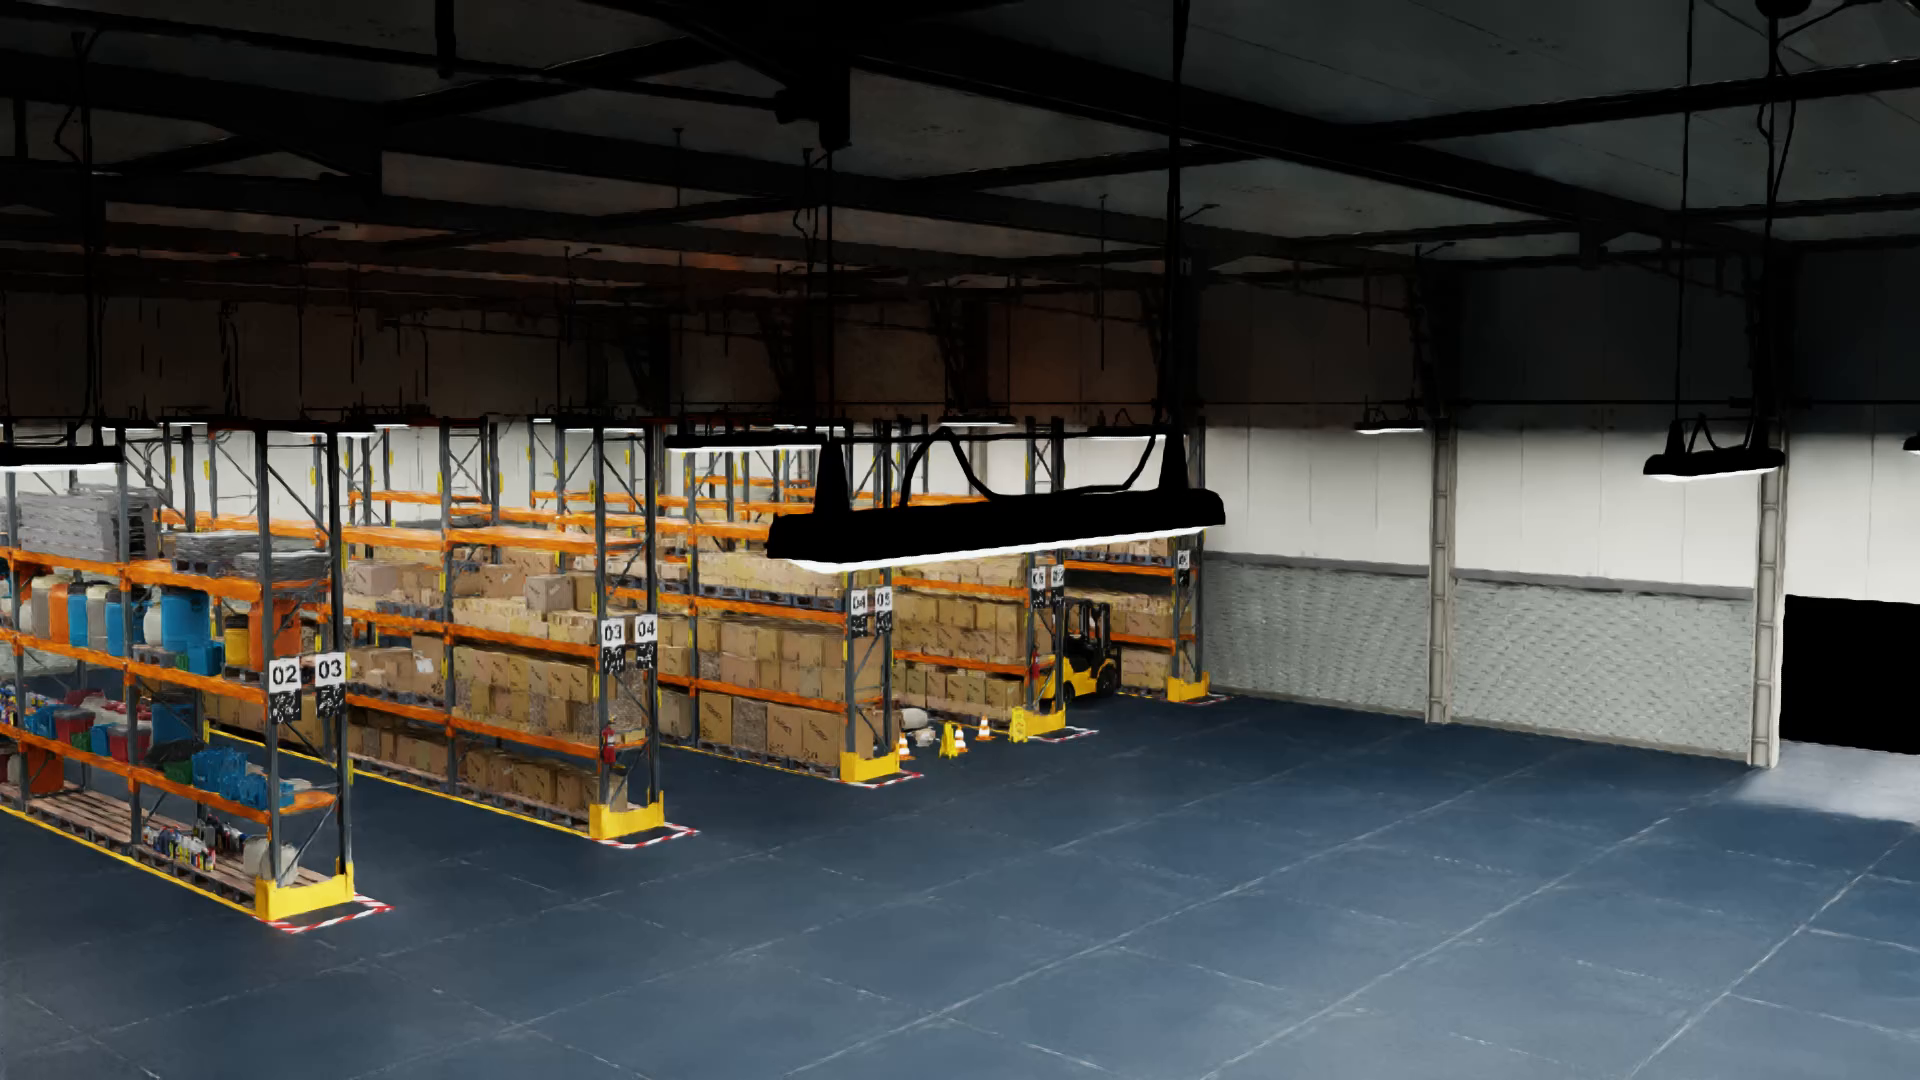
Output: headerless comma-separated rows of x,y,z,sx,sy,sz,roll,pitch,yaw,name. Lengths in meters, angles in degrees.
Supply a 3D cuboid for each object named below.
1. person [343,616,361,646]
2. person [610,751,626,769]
-14.919,2.056,40.677,0.648,1.779,0.413,1,5,12,person
-5.891,3.115,28.517,0.578,1.714,0.719,4,6,40,person
